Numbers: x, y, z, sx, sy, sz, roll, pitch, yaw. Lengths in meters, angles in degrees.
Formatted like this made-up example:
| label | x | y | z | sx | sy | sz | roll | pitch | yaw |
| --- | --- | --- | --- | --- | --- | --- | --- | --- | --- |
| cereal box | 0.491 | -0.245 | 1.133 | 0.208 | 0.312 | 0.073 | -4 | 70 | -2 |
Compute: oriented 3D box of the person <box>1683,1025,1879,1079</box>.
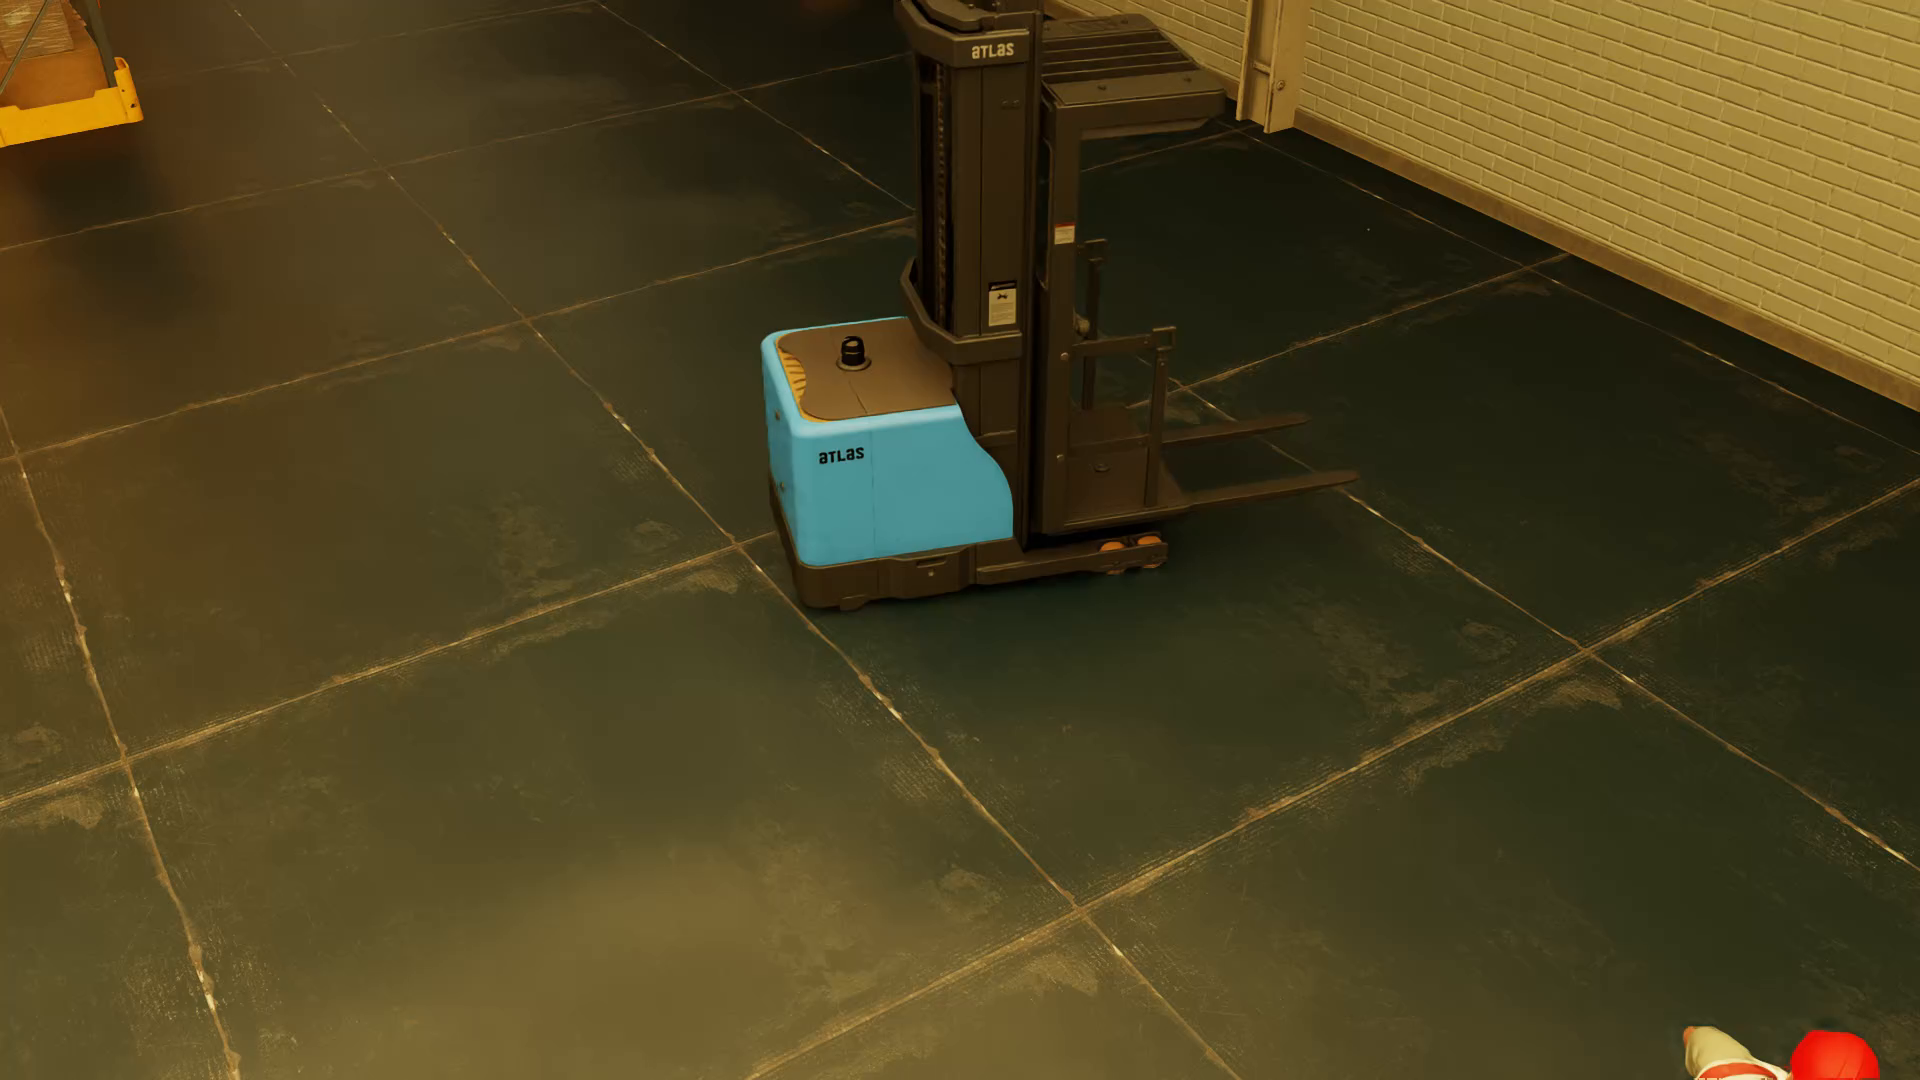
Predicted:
| label | x | y | z | sx | sy | sz | roll | pitch | yaw |
| --- | --- | --- | --- | --- | --- | --- | --- | --- | --- |
| person | 2.054 | 1.970 | 4.571 | 0.574 | 1.698 | 1.067 | 7 | 36 | 10 |

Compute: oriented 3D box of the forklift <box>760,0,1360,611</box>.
| label | x | y | z | sx | sy | sz | roll | pitch | yaw |
| --- | --- | --- | --- | --- | --- | --- | --- | --- | --- |
| forklift | 0.566 | -1.310 | 8.012 | 3.031 | 2.935 | 1.130 | -9 | 36 | -12 |
